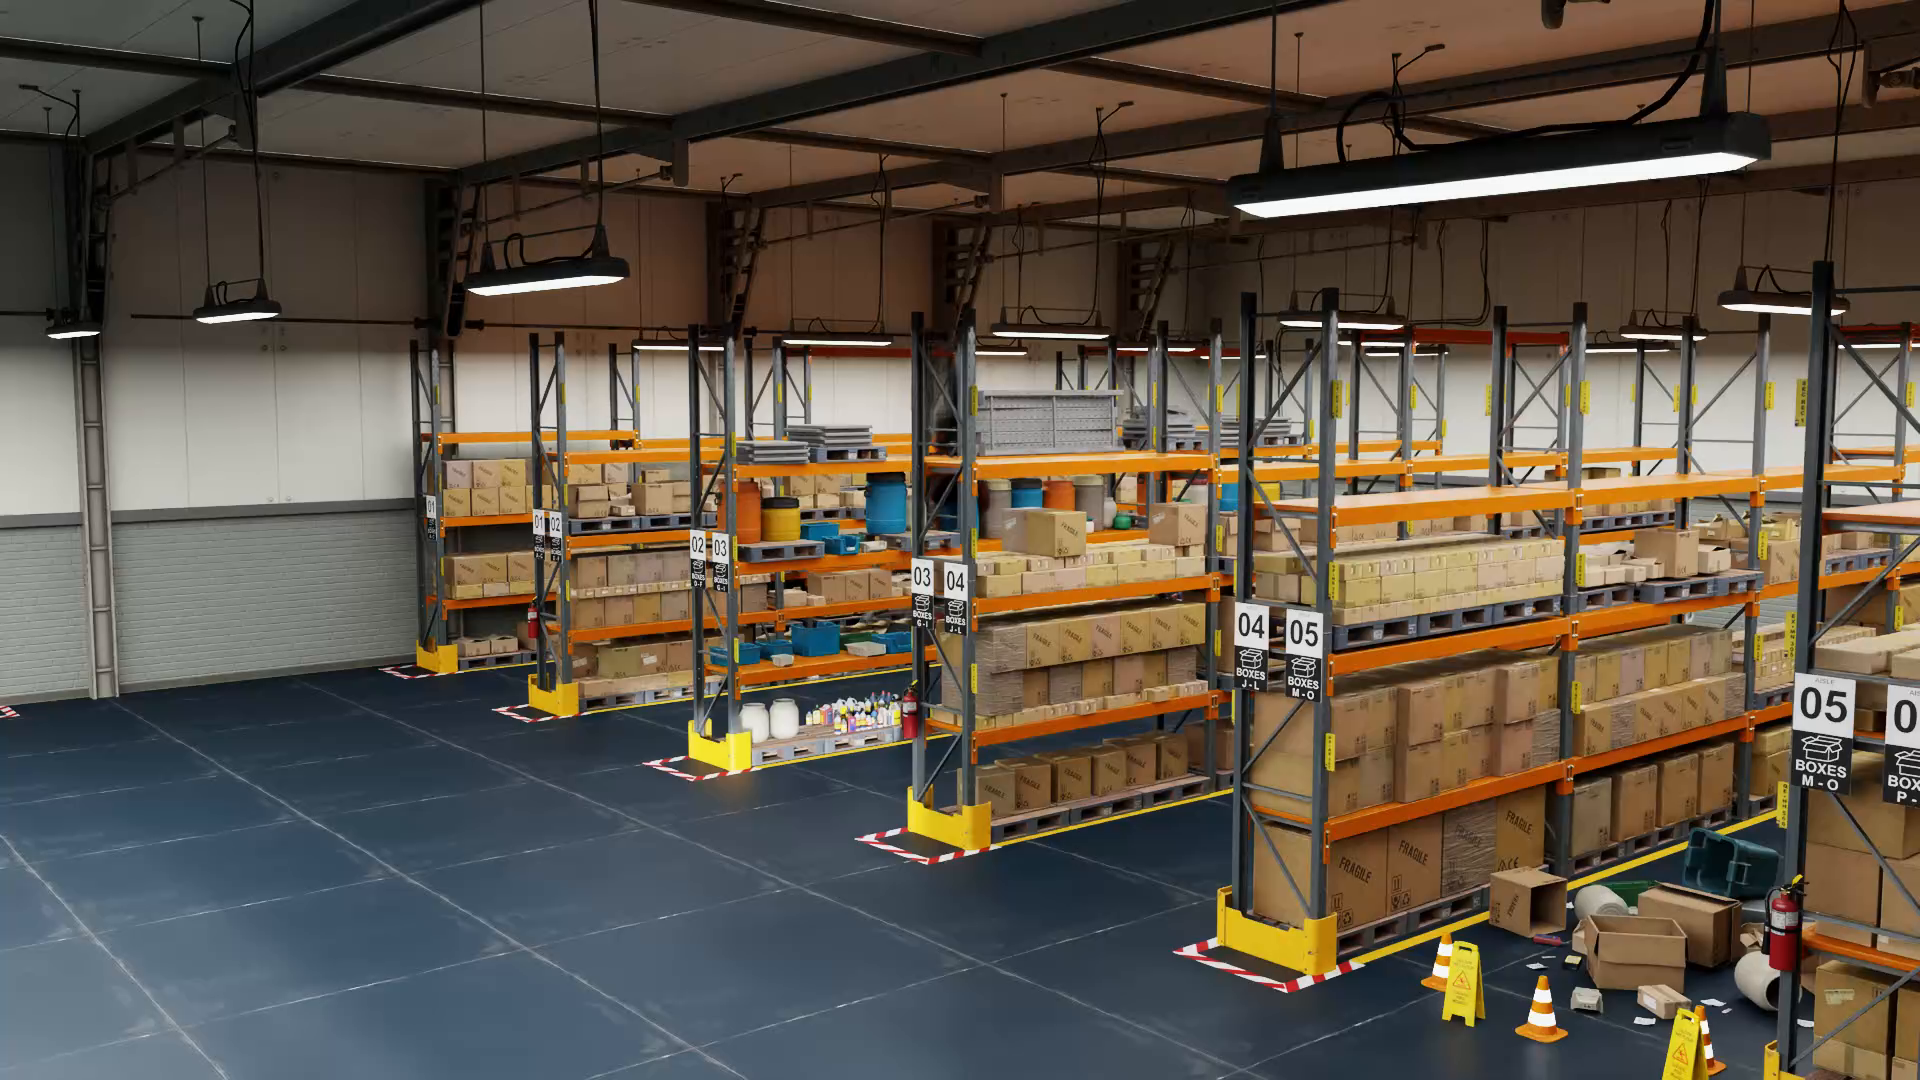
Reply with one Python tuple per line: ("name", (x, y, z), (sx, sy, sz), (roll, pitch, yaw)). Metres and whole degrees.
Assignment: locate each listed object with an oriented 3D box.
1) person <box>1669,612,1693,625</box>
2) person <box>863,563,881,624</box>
("person", (13.070, 1.558, 30.381), (0.624, 1.680, 0.890), (-1, 5, -8))
("person", (-1.749, 1.220, 33.689), (0.625, 1.654, 0.723), (5, 7, 42))
